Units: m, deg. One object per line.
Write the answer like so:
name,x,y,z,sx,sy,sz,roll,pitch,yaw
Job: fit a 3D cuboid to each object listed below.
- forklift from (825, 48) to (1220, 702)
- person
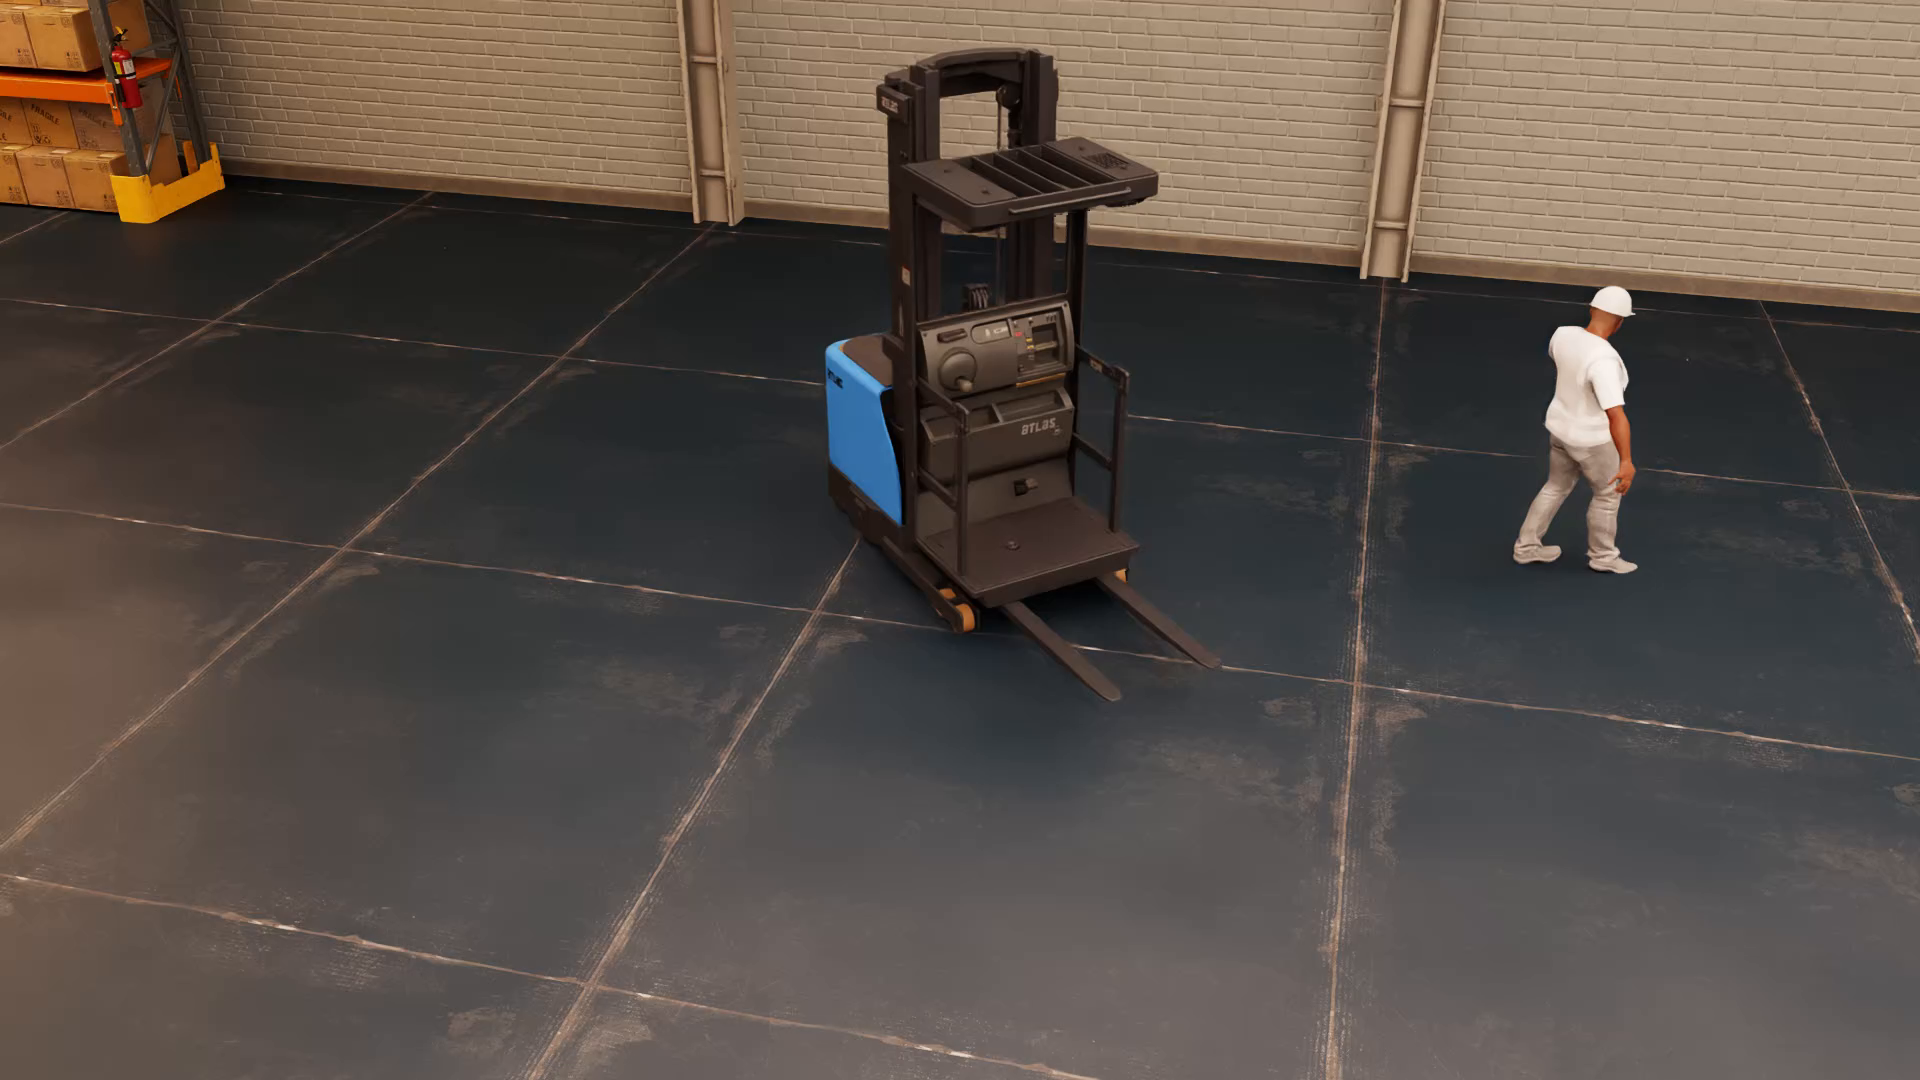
forklift,0.316,-1.011,8.955,1.130,2.935,3.031,-15,33,-25
person,3.652,-0.603,9.474,0.705,1.765,1.052,-7,30,-12
